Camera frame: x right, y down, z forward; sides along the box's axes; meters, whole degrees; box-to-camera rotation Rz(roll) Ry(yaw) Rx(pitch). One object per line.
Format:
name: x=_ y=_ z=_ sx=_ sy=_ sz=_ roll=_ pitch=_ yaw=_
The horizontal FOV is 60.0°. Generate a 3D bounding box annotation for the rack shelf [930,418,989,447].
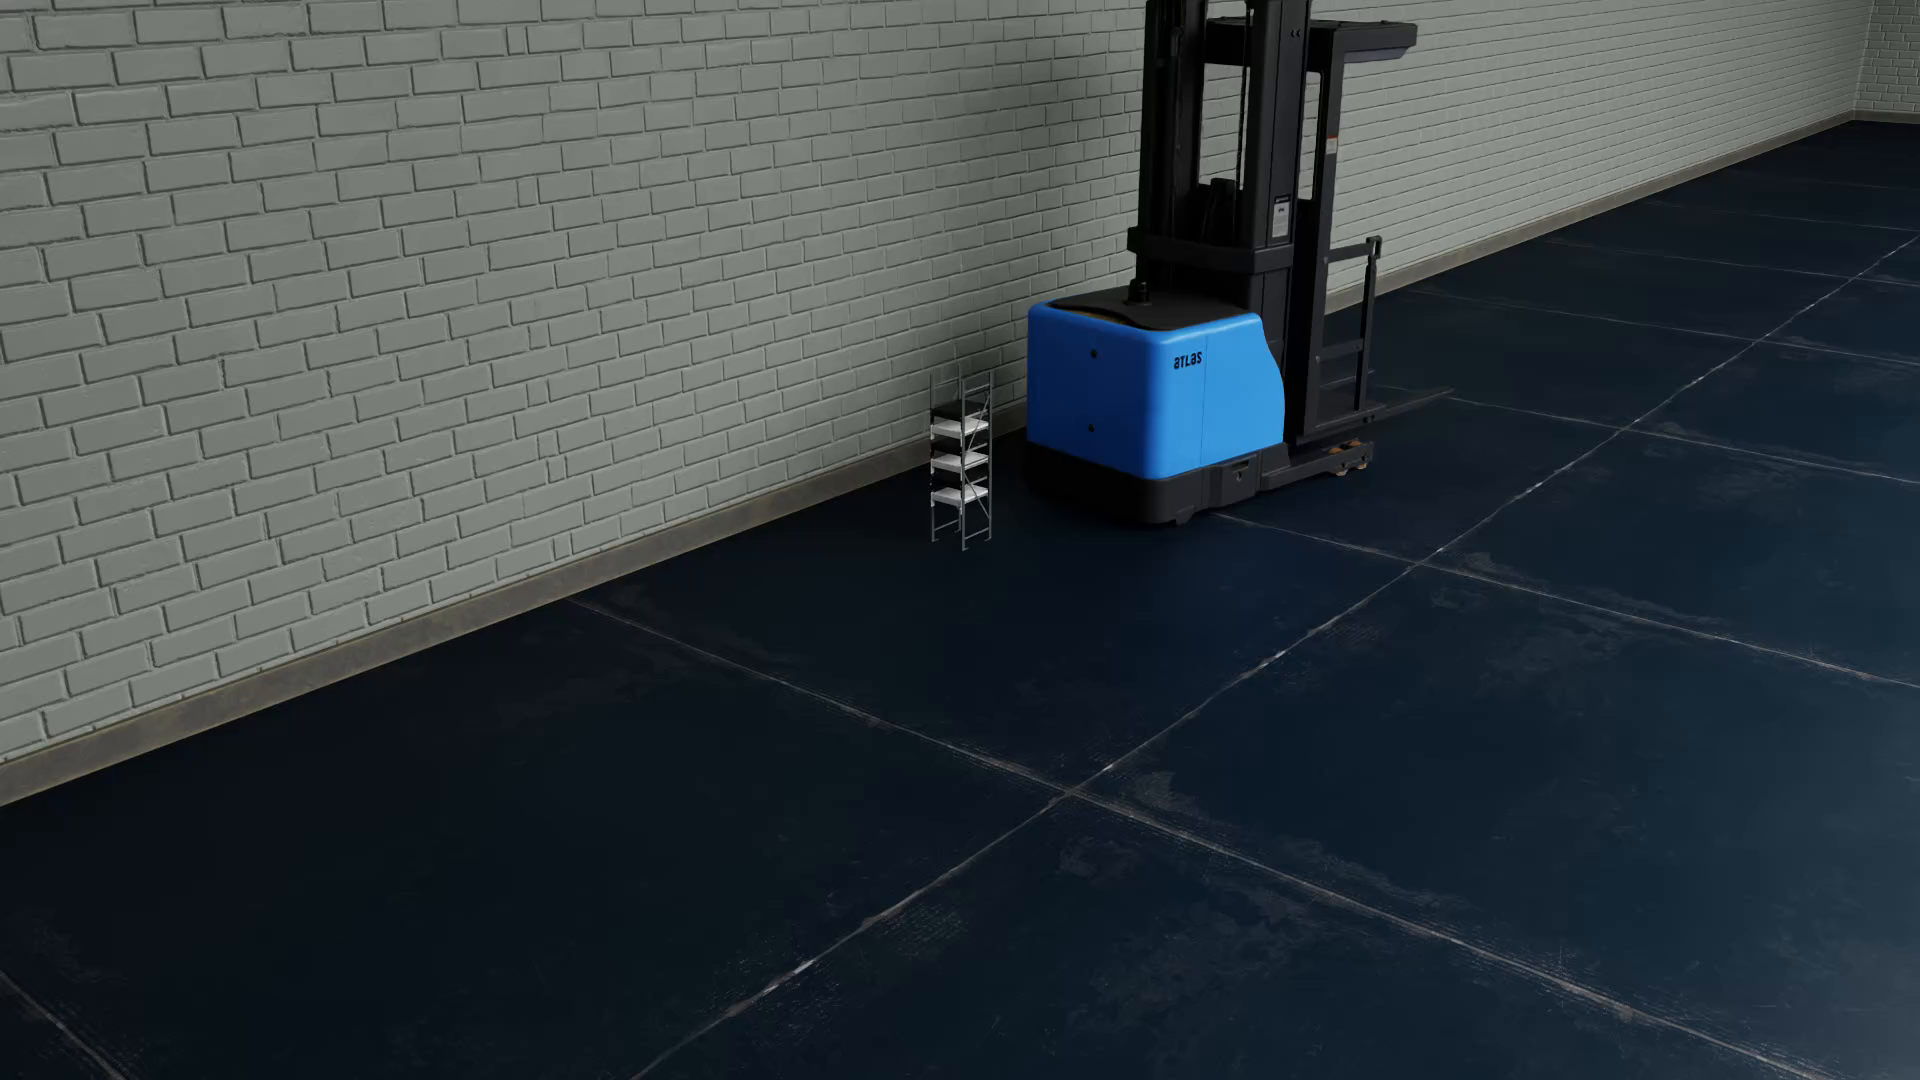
rack shelf: x=0.006 y=-0.556 z=8.453 sx=0.200 sy=0.077 sz=0.258 roll=16 pitch=26 yaw=36

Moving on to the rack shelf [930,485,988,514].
rack shelf: x=0.006 y=-0.220 z=8.580 sx=0.200 sy=0.077 sz=0.258 roll=16 pitch=26 yaw=36

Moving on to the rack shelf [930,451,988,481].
rack shelf: x=0.006 y=-0.388 z=8.516 sx=0.200 sy=0.077 sz=0.258 roll=16 pitch=26 yaw=36

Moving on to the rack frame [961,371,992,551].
rack frame: x=0.085 y=-0.397 z=8.444 sx=0.006 sy=0.900 sz=0.240 roll=16 pitch=26 yaw=36

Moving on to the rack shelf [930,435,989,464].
rack shelf: x=0.006 y=-0.472 z=8.485 sx=0.200 sy=0.077 sz=0.258 roll=16 pitch=26 yaw=36

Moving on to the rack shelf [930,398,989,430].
rack shelf: x=0.006 y=-0.641 z=8.421 sx=0.200 sy=0.077 sz=0.258 roll=16 pitch=26 yaw=36

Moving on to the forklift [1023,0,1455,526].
forklift: x=1.795 y=-1.864 z=9.456 sx=3.031 sy=2.935 sz=1.130 roll=-17 pitch=27 yaw=-38

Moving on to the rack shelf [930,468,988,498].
rack shelf: x=0.006 y=-0.304 z=8.548 sx=0.200 sy=0.077 sz=0.258 roll=16 pitch=26 yaw=36

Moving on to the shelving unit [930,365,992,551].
shelving unit: x=0.006 y=-0.419 z=8.505 sx=0.210 sy=0.900 sz=0.258 roll=16 pitch=26 yaw=36

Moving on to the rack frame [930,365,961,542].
rack frame: x=-0.072 y=-0.442 z=8.565 sx=0.006 sy=0.900 sz=0.240 roll=16 pitch=26 yaw=36
